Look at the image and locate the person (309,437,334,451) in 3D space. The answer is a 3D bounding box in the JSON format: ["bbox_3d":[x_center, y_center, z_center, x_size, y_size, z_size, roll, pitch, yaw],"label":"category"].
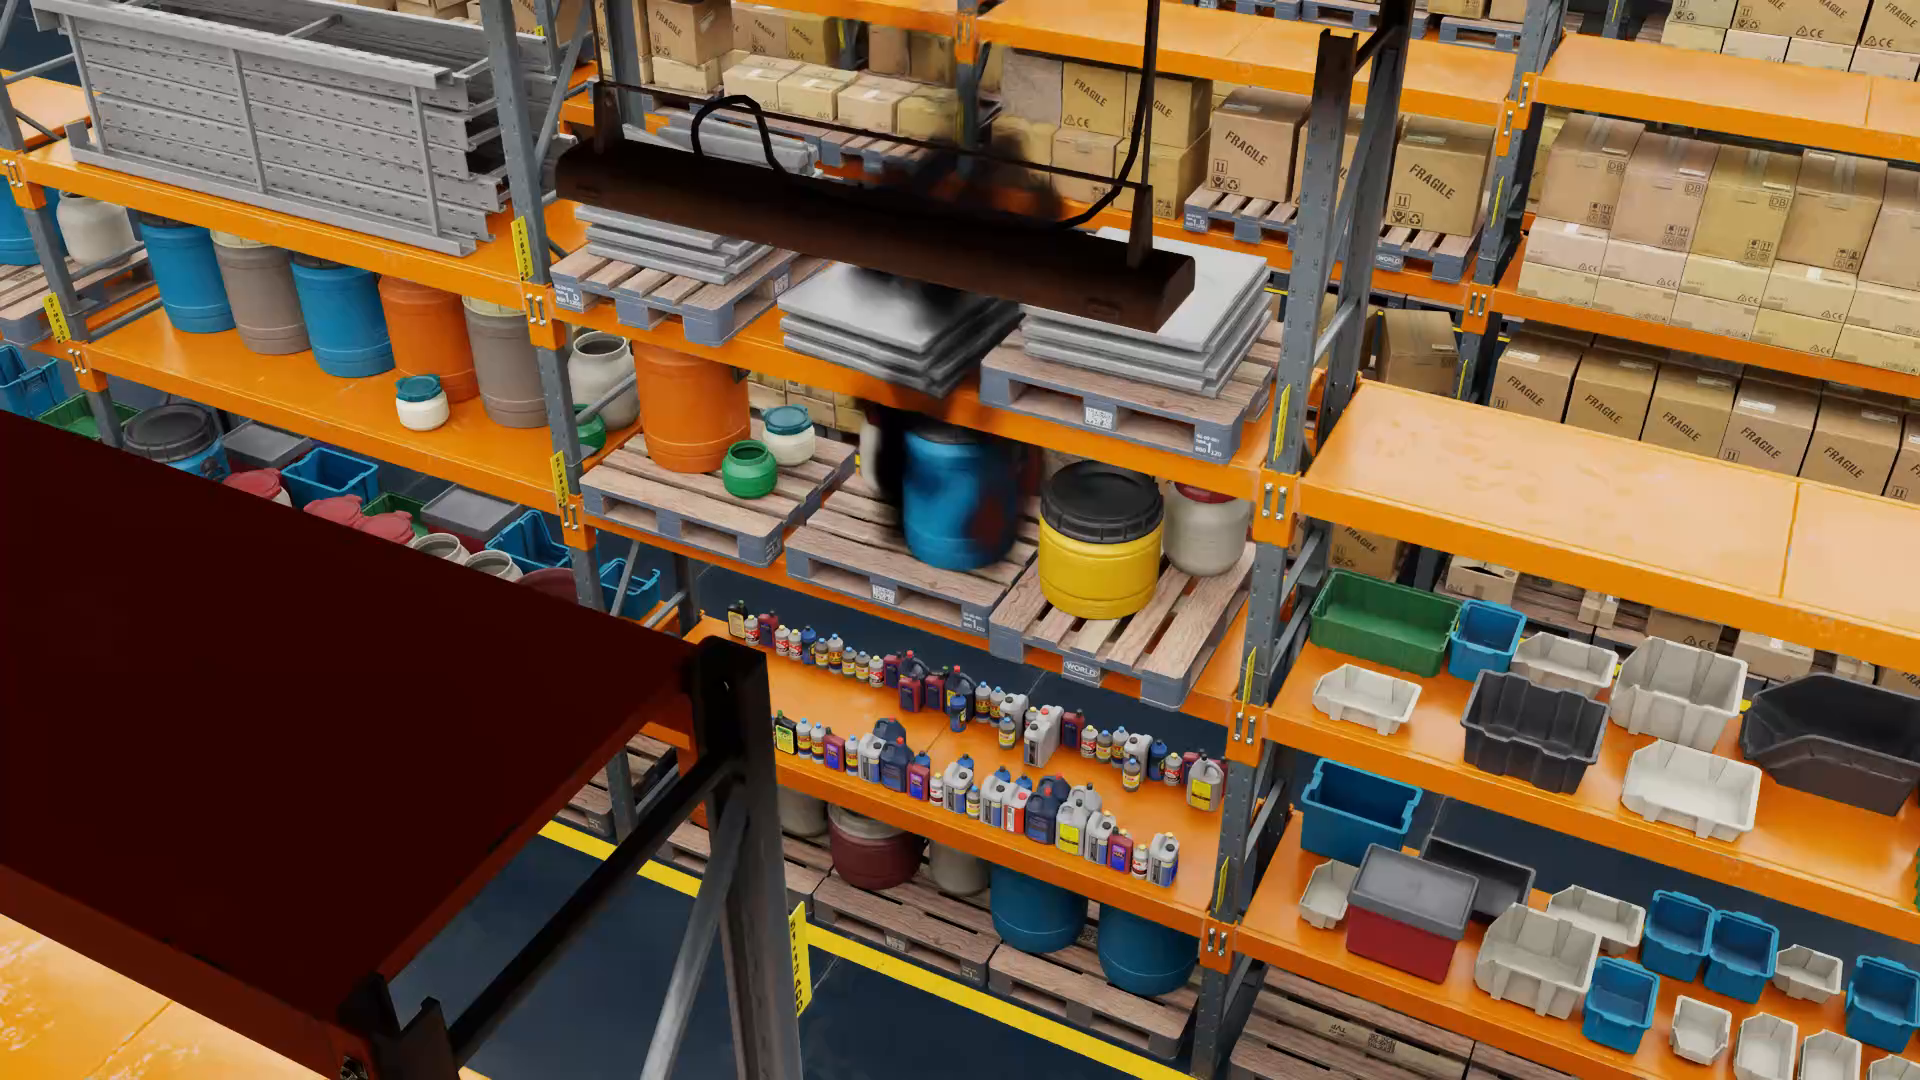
[{"bbox_3d":[-5.773,-1.231,14.204,0.708,1.700,0.585,12,37,17],"label":"person"}]
